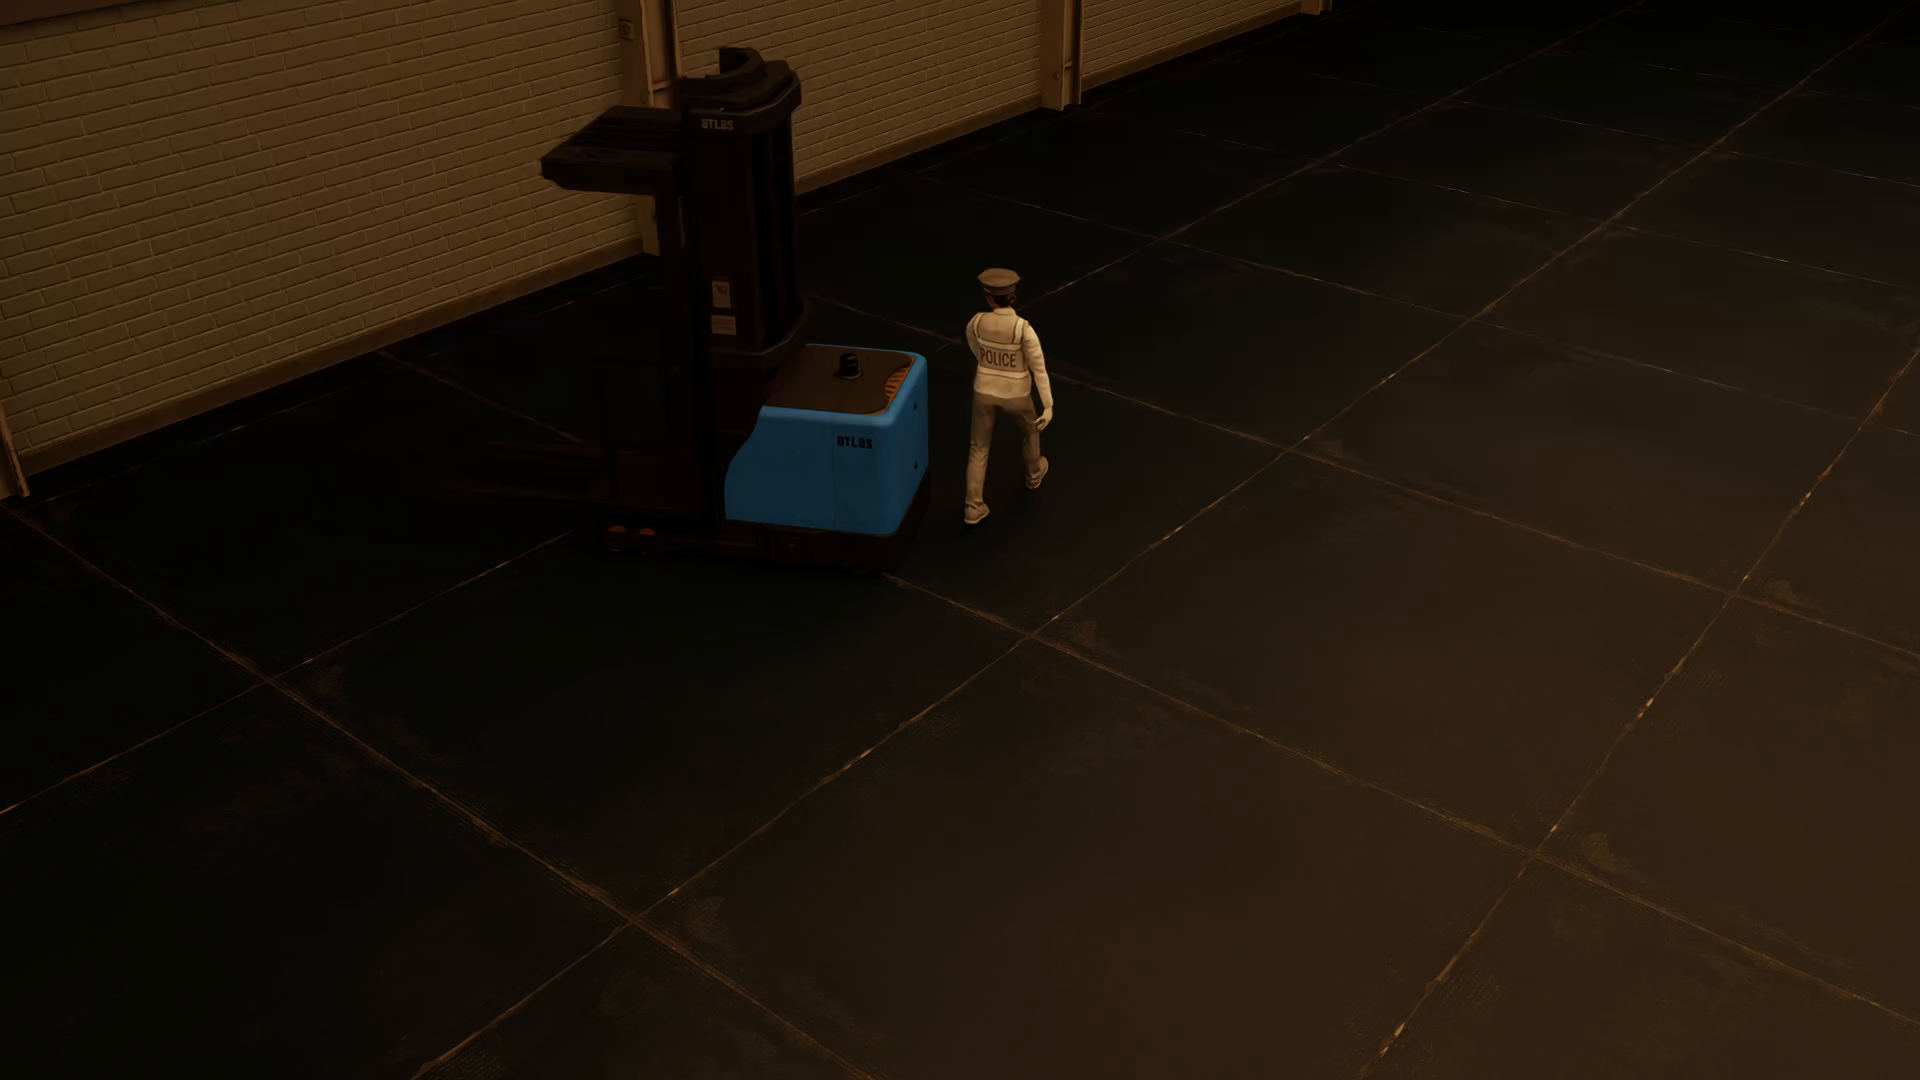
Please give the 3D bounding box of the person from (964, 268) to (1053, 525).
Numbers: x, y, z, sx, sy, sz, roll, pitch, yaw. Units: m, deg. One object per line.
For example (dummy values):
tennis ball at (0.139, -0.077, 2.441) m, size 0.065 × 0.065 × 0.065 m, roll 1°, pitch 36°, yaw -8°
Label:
person at (0.337, -0.953, 10.551) m, size 0.605 × 1.601 × 0.893 m, roll 9°, pitch 31°, yaw 14°

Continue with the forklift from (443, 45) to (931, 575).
forklift at (-1.761, -1.423, 10.030) m, size 3.031 × 2.935 × 1.130 m, roll 6°, pitch 31°, yaw 10°
